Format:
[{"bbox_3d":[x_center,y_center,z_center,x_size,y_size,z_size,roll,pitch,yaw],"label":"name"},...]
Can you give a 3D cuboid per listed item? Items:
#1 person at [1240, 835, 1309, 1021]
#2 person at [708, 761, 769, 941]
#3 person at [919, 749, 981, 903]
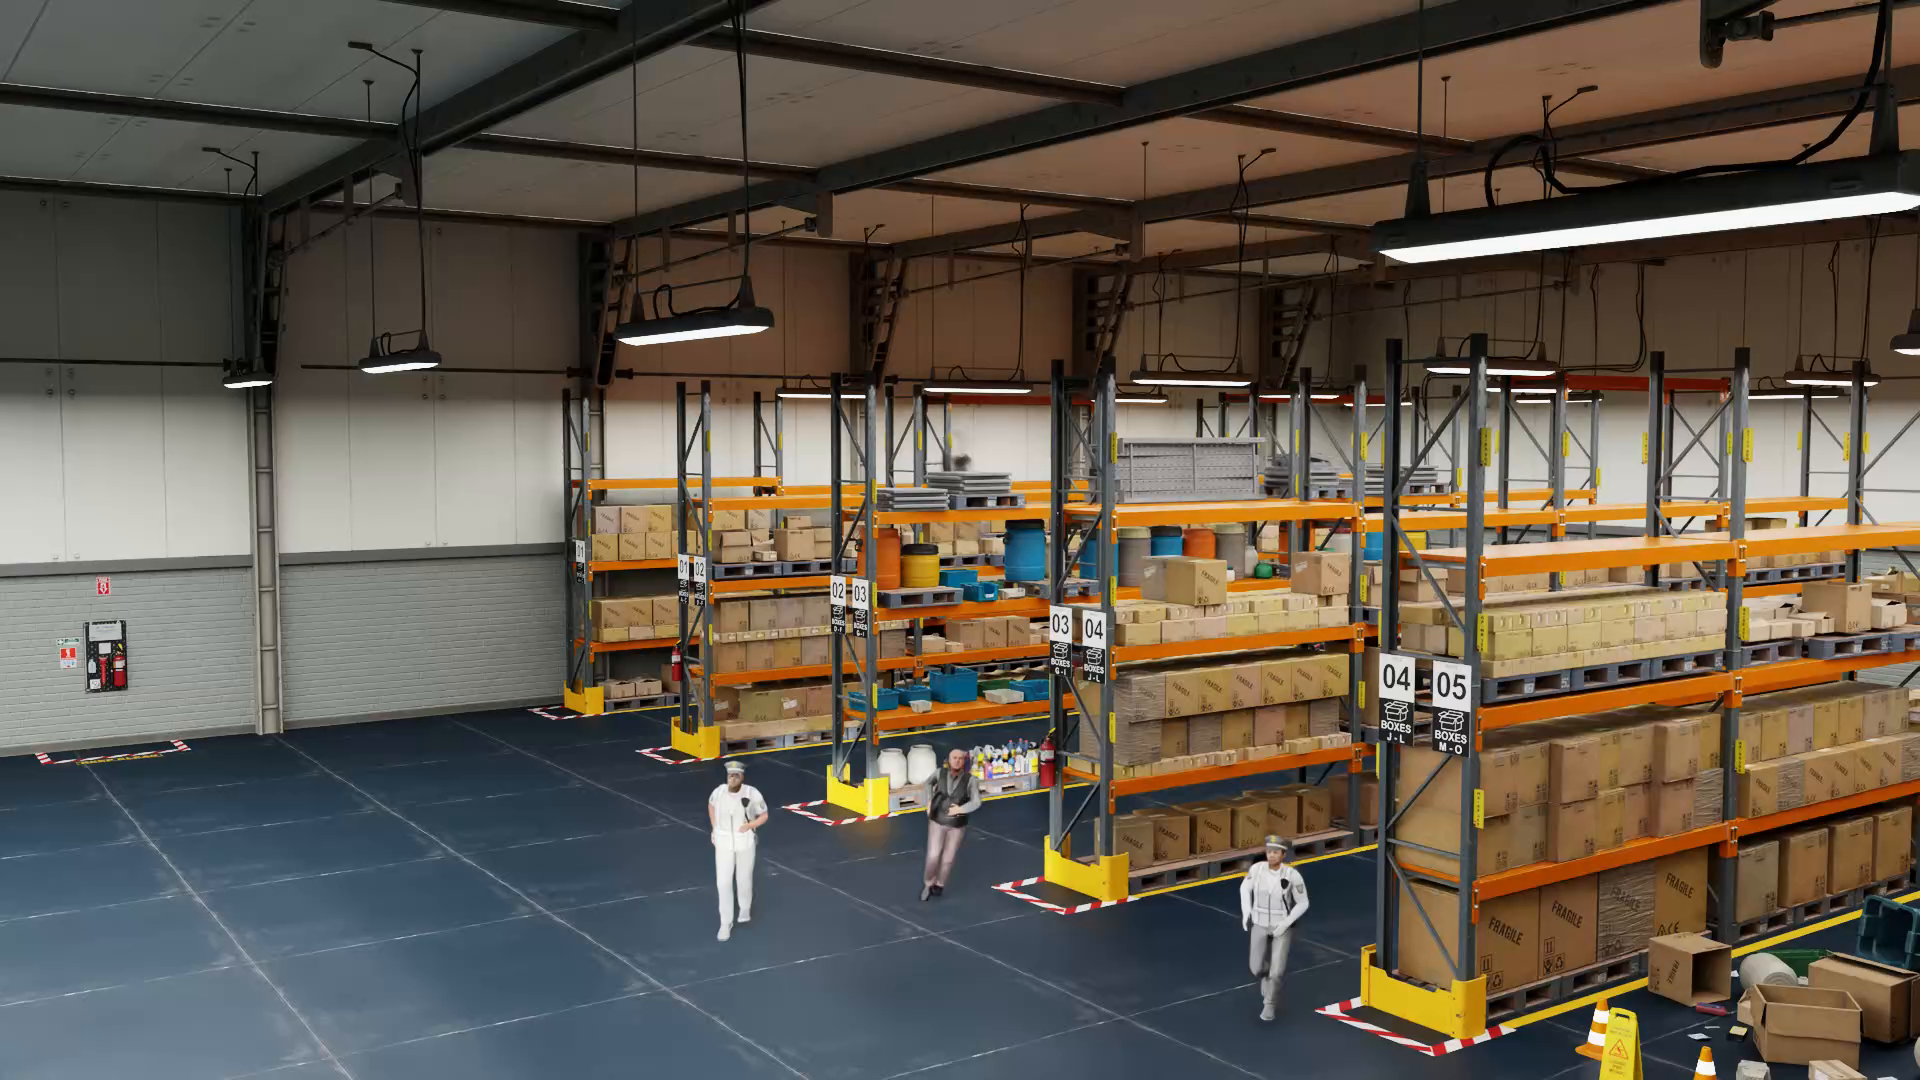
[{"bbox_3d":[2.777,3.405,14.732,0.635,1.660,0.518,2,4,23],"label":"person"},{"bbox_3d":[-2.304,3.181,17.252,0.645,1.842,0.816,0,4,-3],"label":"person"},{"bbox_3d":[-0.112,3.141,18.343,0.690,1.700,0.661,0,4,1],"label":"person"}]
